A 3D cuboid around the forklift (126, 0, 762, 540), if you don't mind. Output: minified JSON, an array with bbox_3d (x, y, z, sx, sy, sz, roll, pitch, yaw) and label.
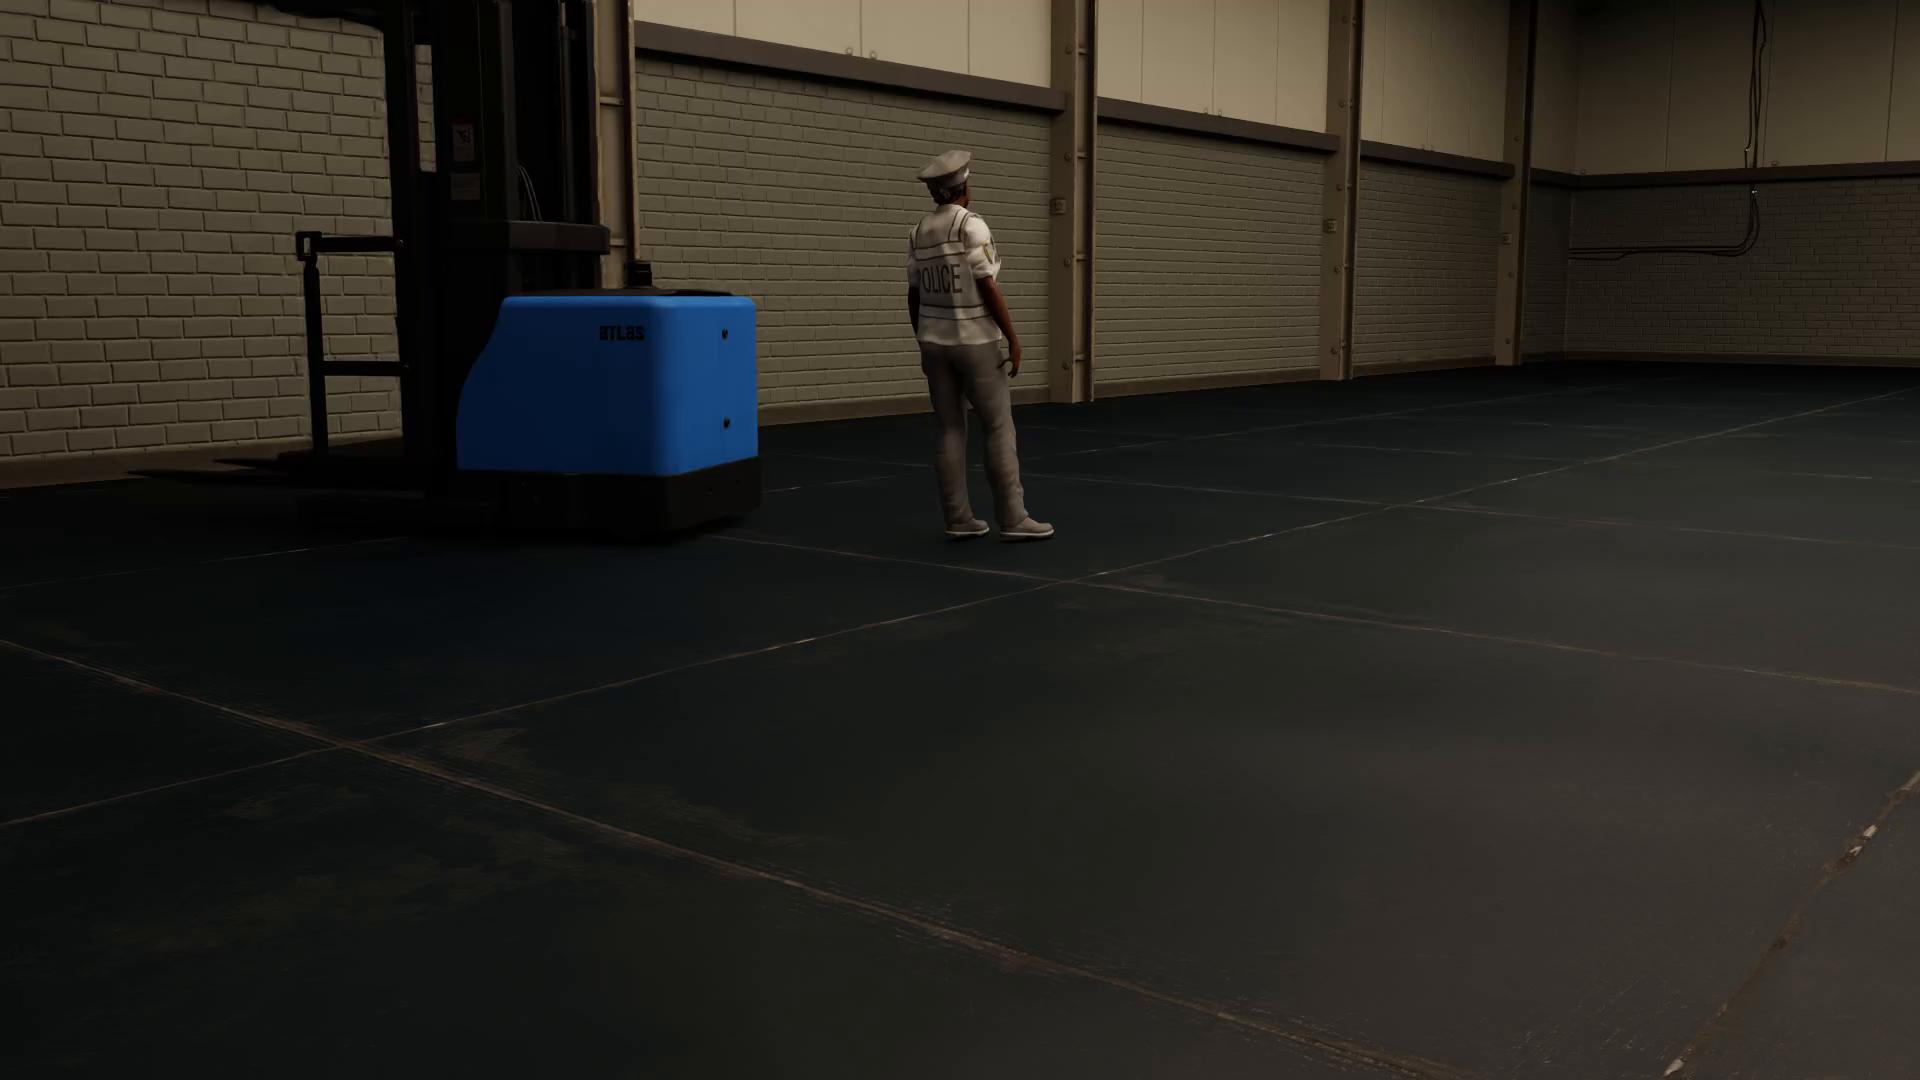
[{"bbox_3d":[-2.537,-1.548,7.860,3.031,2.935,1.130,2,9,16],"label":"forklift"}]

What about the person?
[{"bbox_3d":[0.063,-0.852,7.326,0.569,1.694,0.529,7,11,38],"label":"person"}]
